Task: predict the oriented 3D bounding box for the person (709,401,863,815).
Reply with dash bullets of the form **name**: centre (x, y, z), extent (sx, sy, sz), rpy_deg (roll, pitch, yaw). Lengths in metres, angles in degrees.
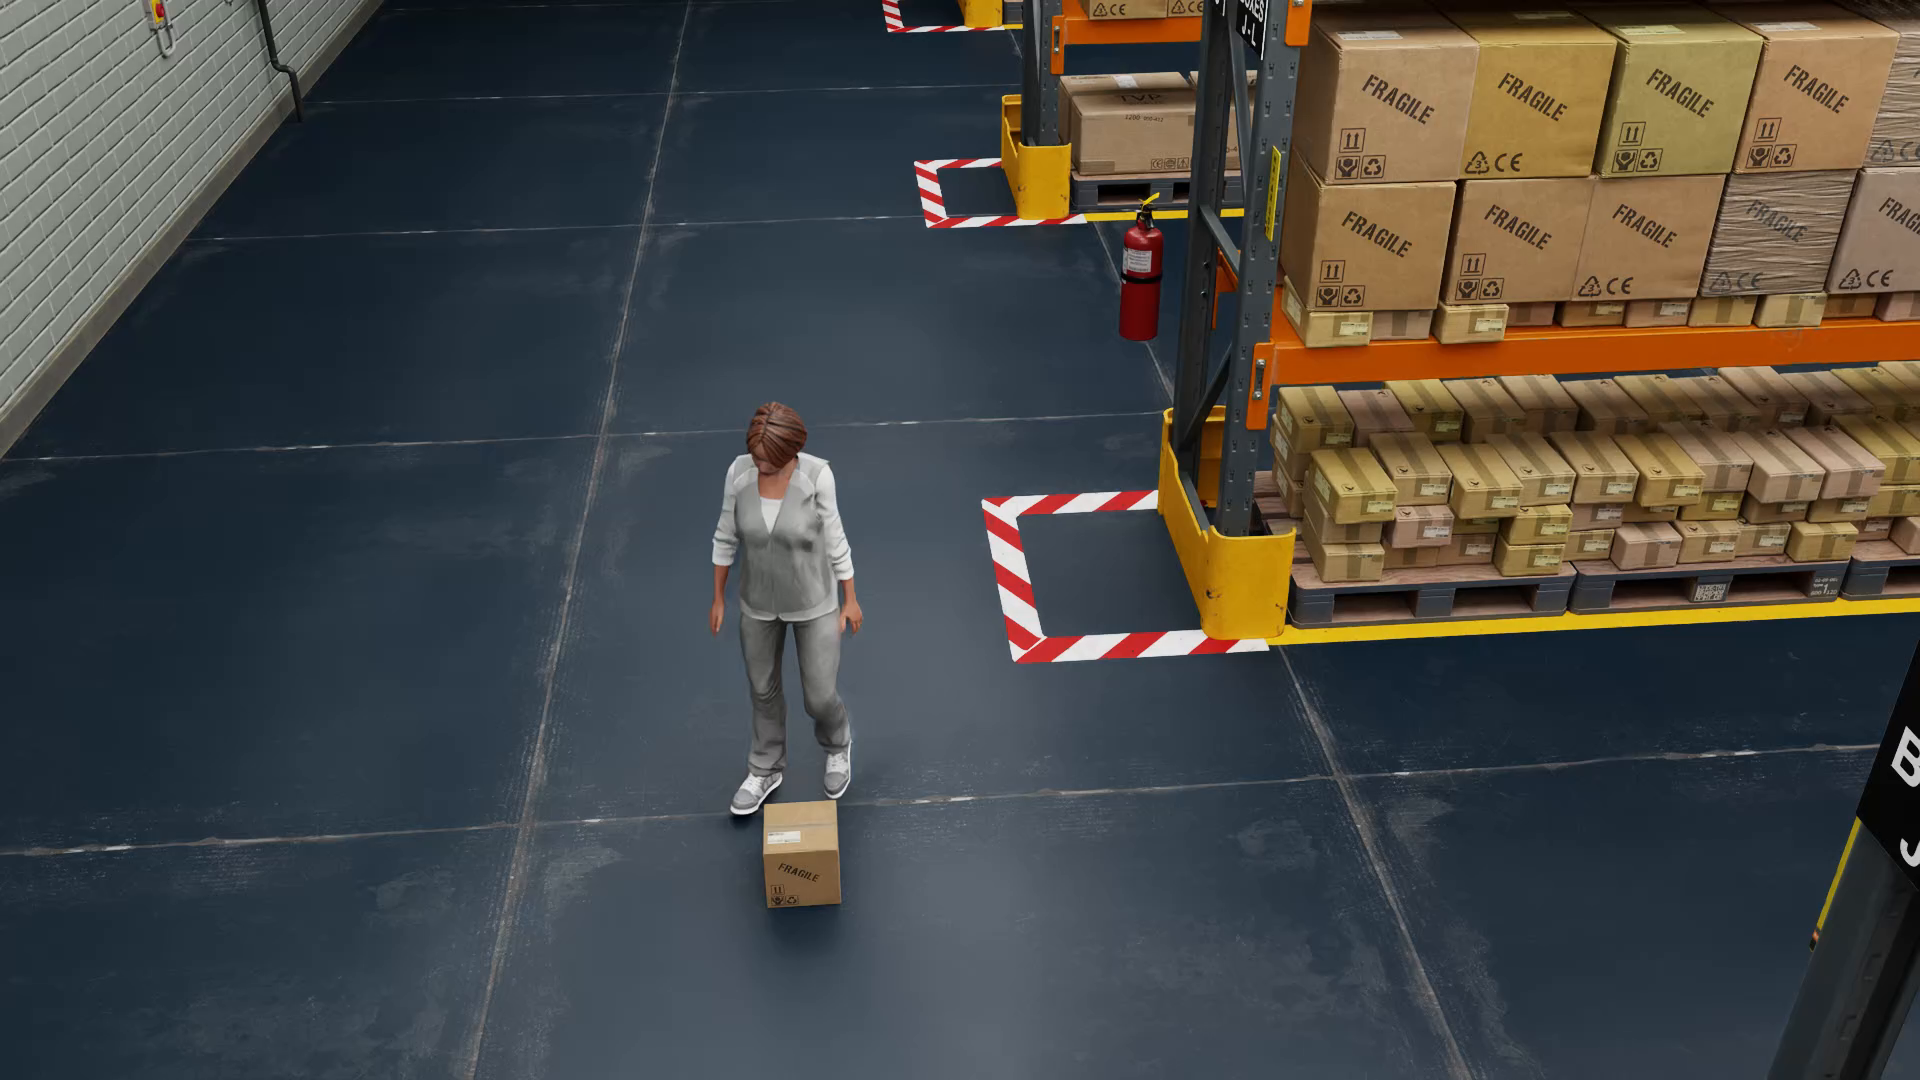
- **person**: centre (-0.611, 0.245, 5.724), extent (0.521, 1.579, 0.411), rpy_deg (6, 32, 10)
